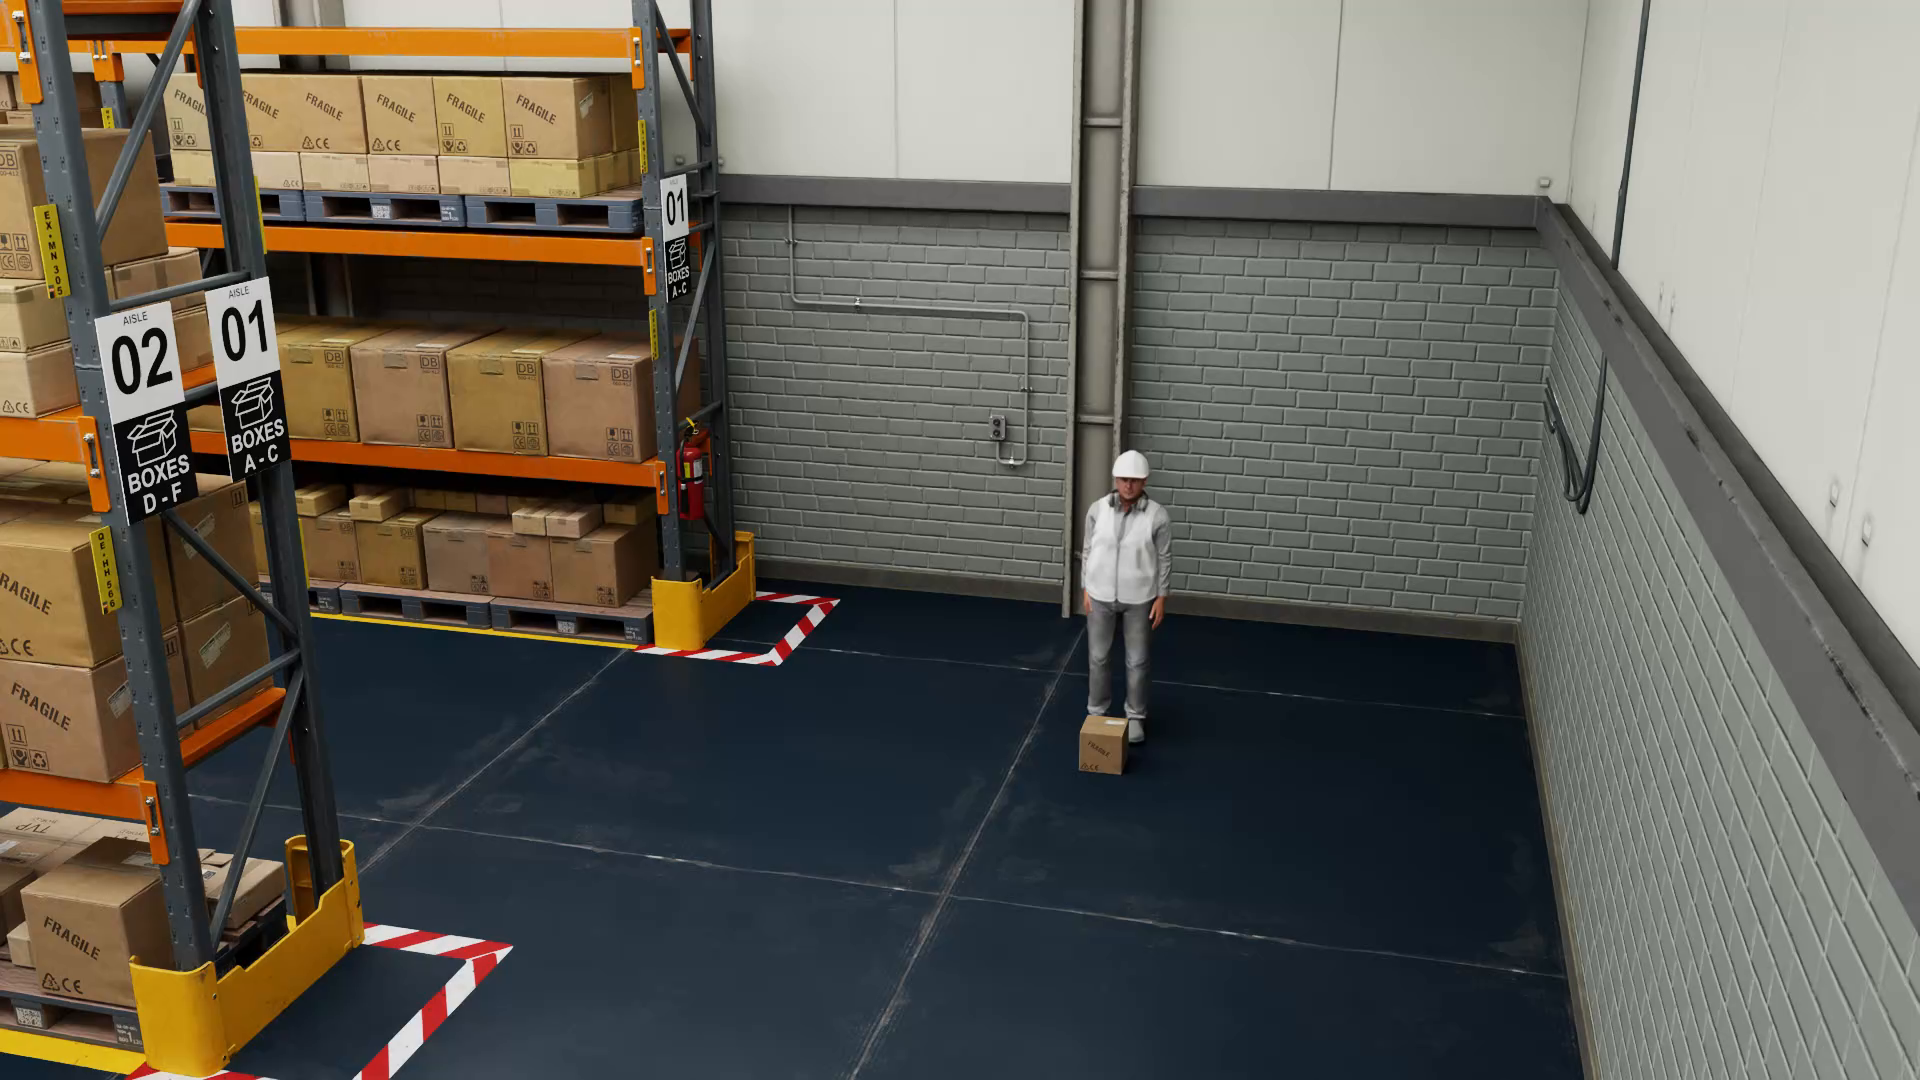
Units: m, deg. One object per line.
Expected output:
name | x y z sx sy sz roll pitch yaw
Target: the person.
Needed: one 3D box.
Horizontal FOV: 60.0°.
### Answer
person | 0.989 0.343 9.979 0.532 1.773 0.359 5 19 15
